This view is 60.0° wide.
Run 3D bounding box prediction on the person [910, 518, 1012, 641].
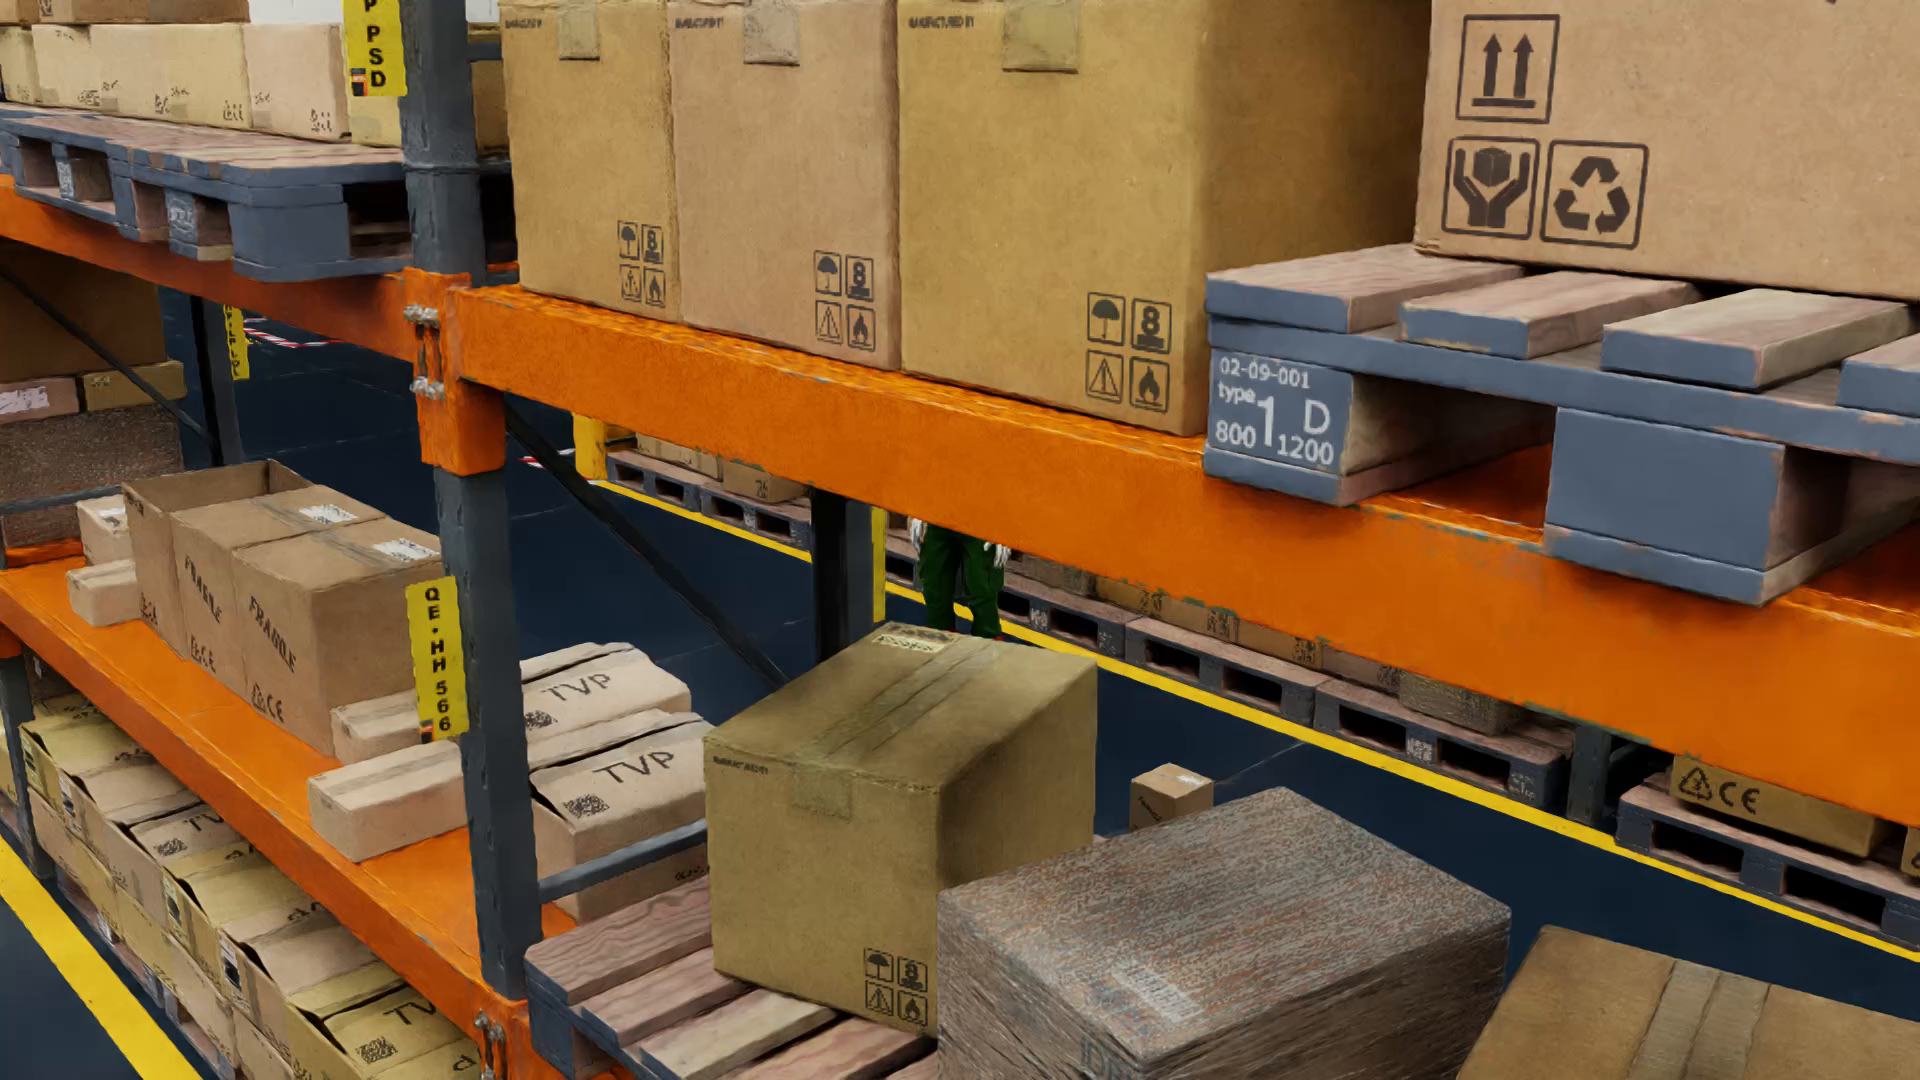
[{"bbox_3d":[0.008,-0.040,8.133,0.594,1.832,0.405,9,19,28],"label":"person"}]
